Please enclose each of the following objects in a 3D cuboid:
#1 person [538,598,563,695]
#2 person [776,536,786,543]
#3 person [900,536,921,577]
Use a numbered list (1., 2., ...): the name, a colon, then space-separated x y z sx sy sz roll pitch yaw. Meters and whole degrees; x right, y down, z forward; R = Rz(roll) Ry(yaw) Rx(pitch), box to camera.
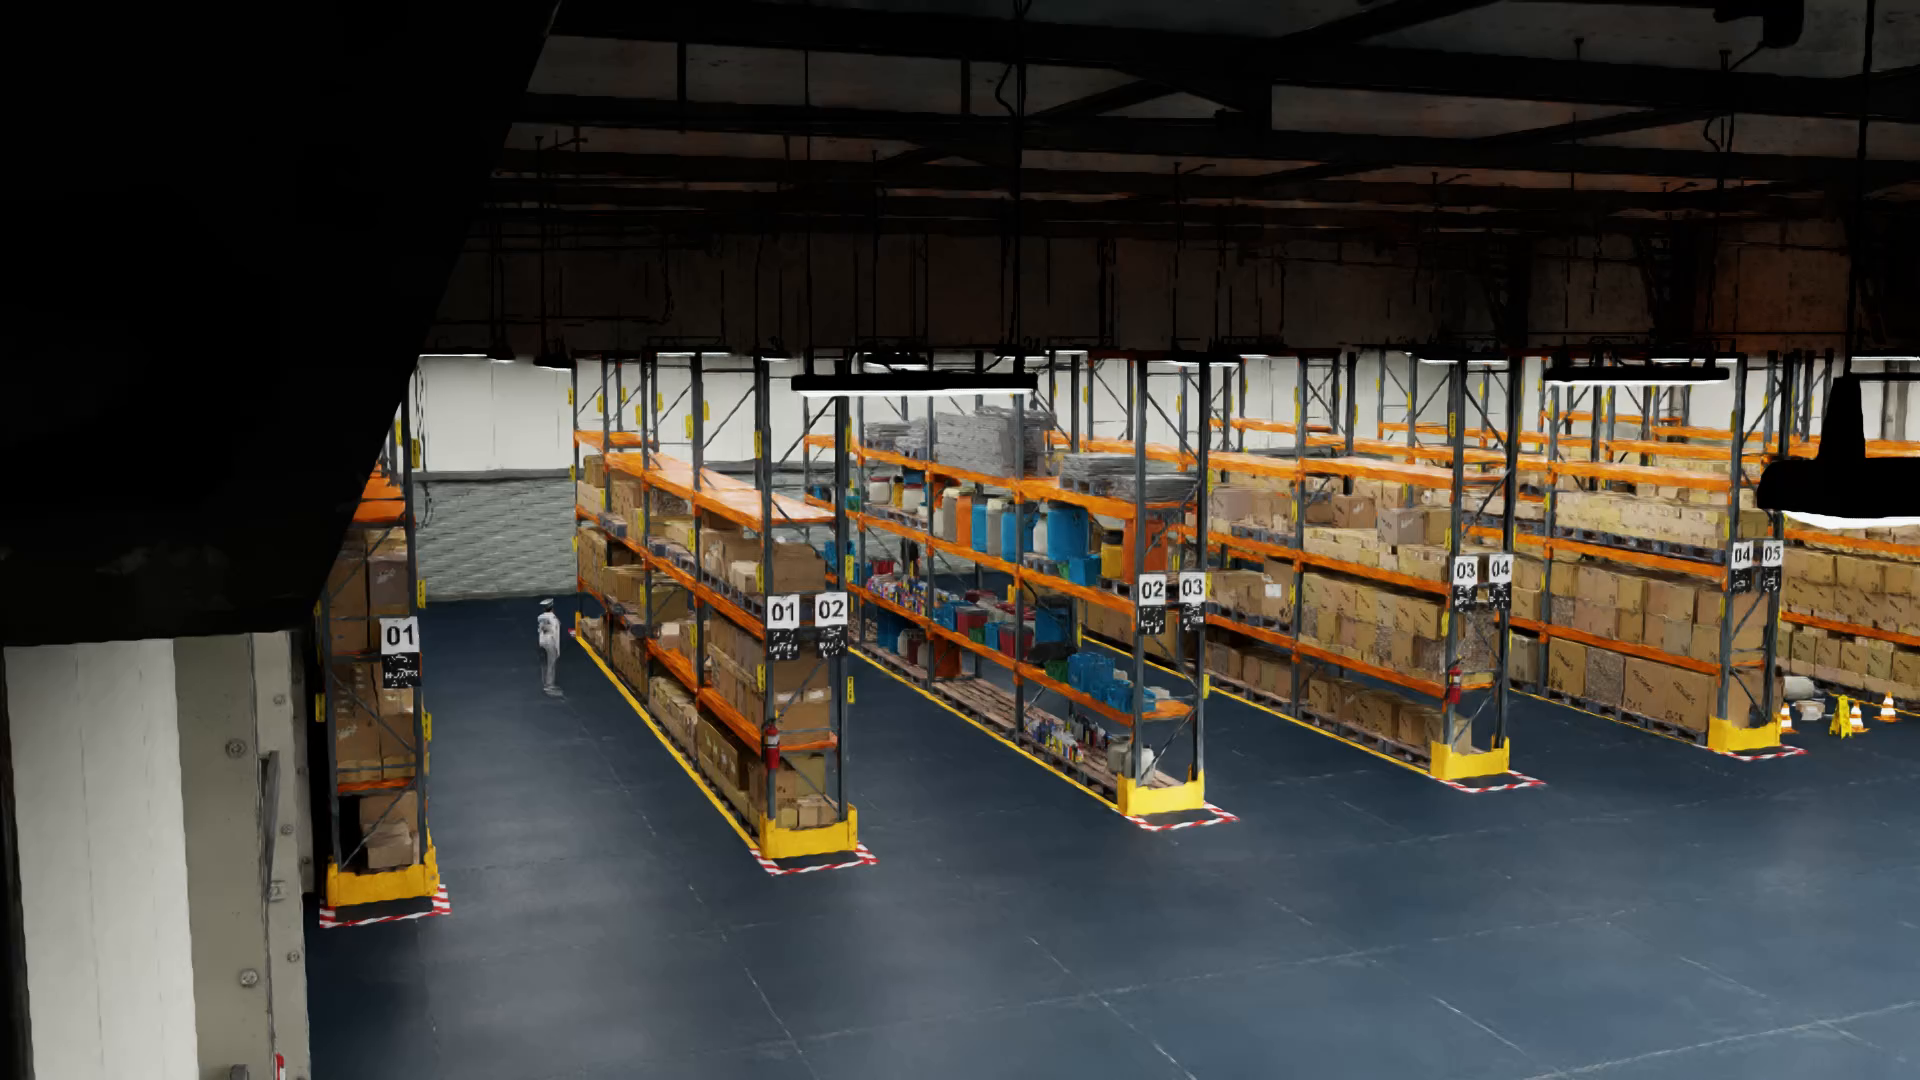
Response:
1. person: -7.184 1.858 29.230 0.532 1.677 0.409 6 9 38
2. person: -3.955 0.777 37.633 0.648 1.762 0.530 4 8 30
3. person: -1.194 0.472 40.403 0.559 1.704 0.568 2 7 17
